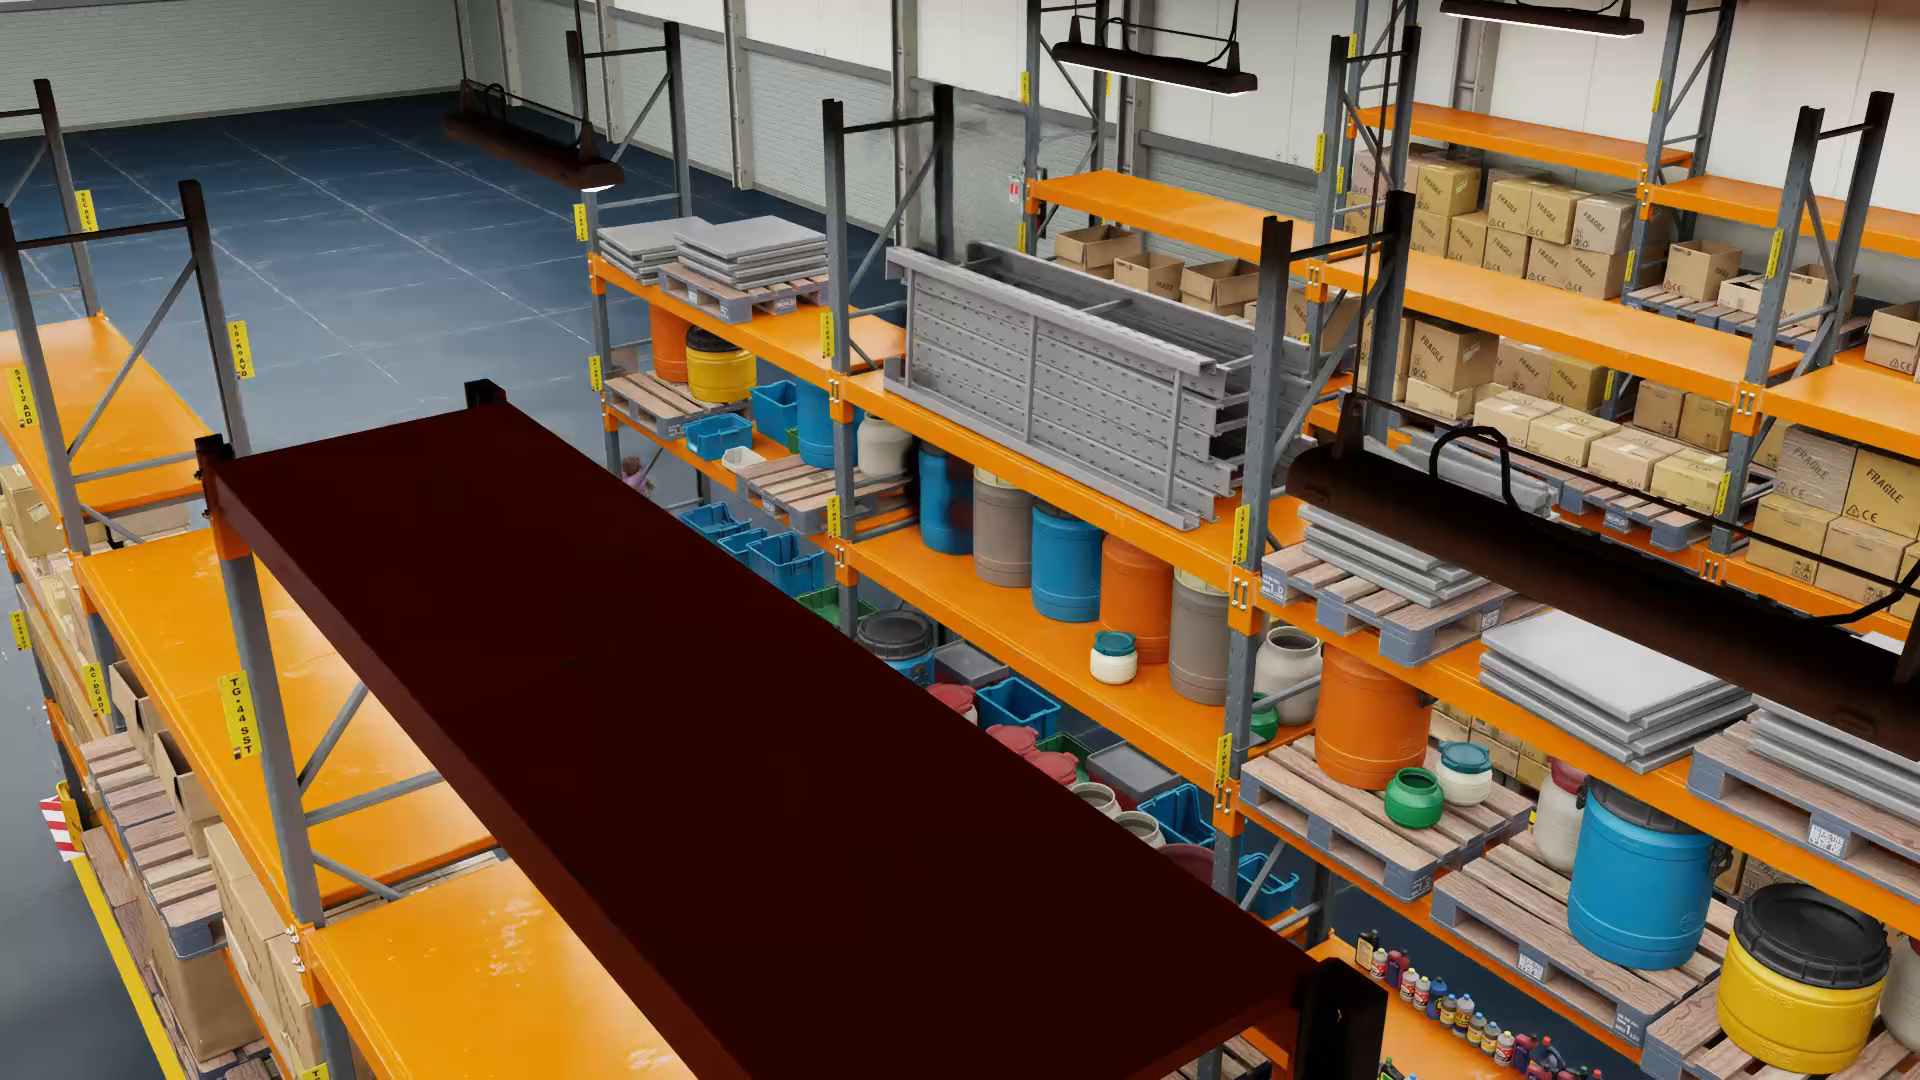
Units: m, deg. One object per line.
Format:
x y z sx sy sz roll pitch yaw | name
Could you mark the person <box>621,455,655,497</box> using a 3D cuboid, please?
-3.373 -0.171 17.546 0.670 1.557 0.584 2 25 5 | person
